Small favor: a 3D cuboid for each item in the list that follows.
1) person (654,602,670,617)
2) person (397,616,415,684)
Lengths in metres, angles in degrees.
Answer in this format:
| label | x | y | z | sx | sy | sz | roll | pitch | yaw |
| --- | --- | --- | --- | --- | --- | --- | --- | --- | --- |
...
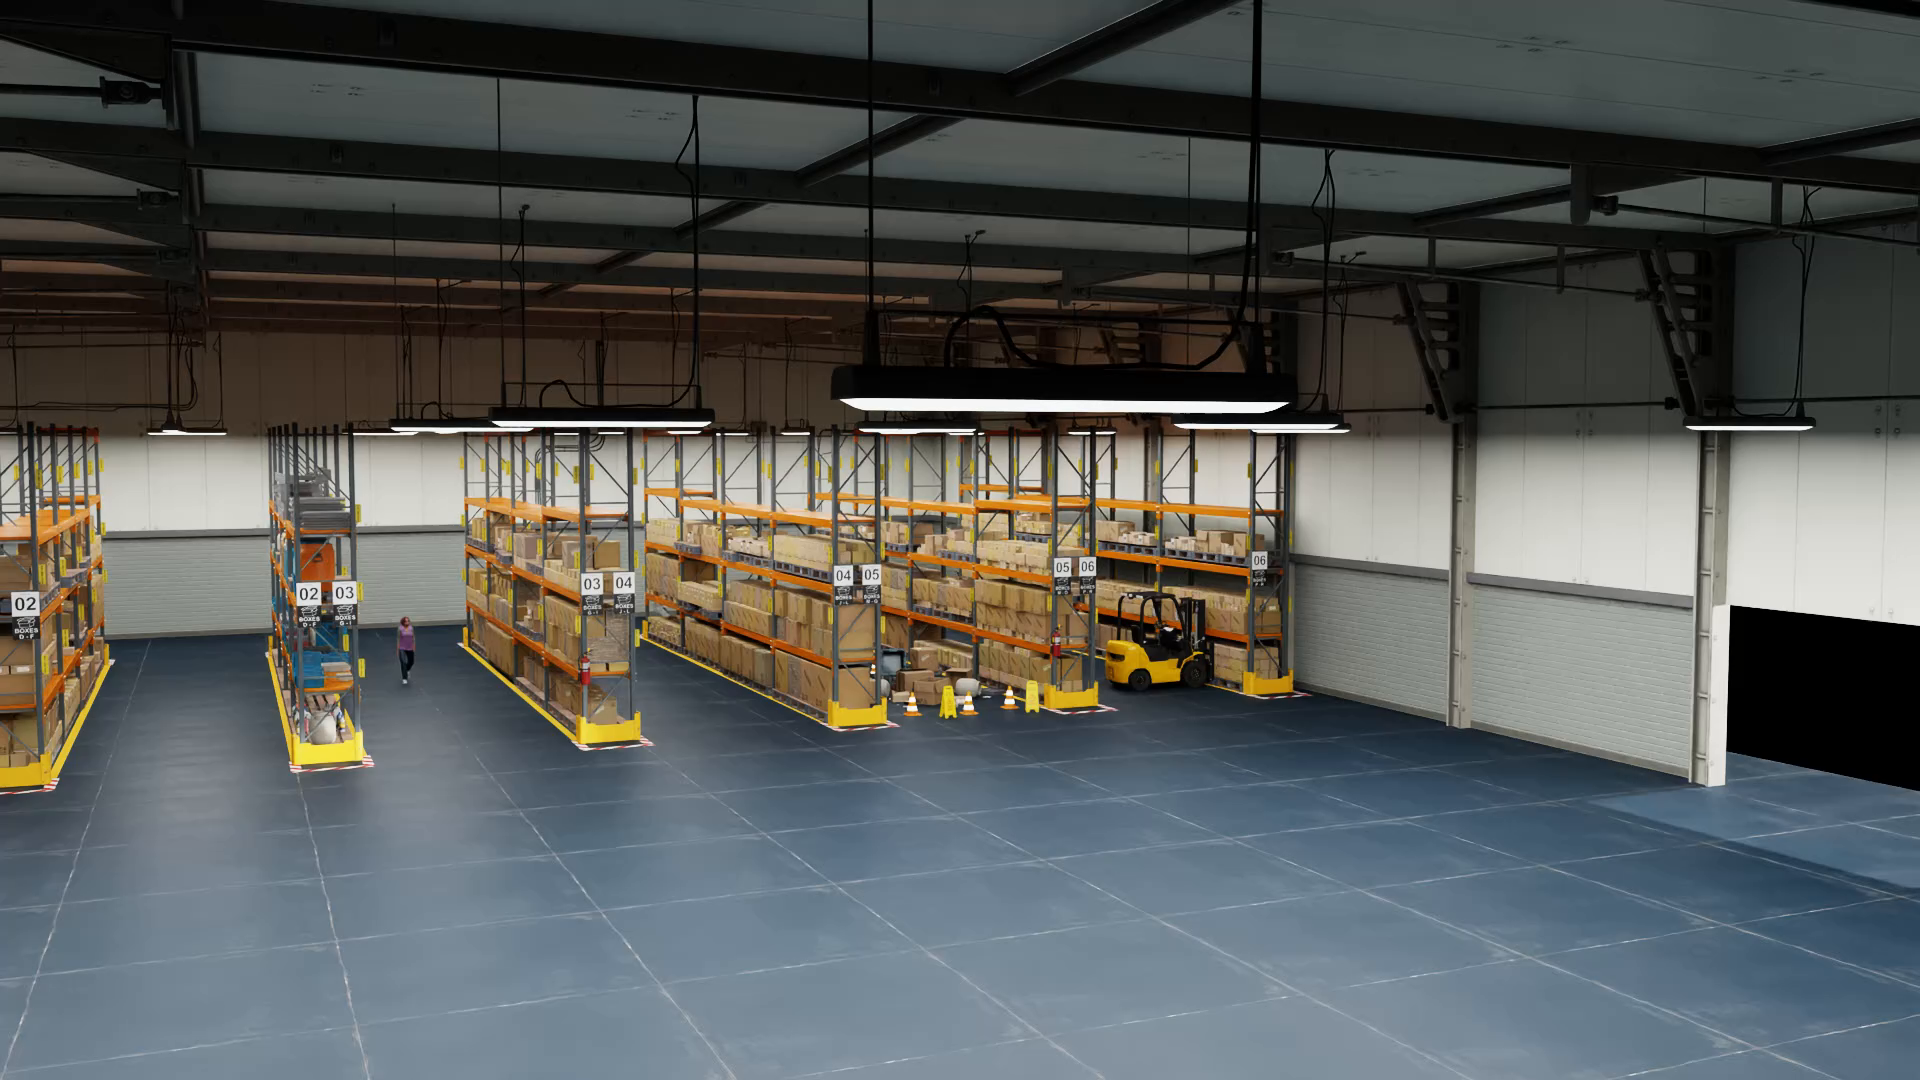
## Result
| label | x | y | z | sx | sy | sz | roll | pitch | yaw |
| --- | --- | --- | --- | --- | --- | --- | --- | --- | --- |
| person | -8.953 | 1.761 | 50.263 | 0.539 | 1.745 | 0.766 | 2 | 4 | 27 |
| person | -12.989 | 2.548 | 38.952 | 0.410 | 1.562 | 0.768 | -2 | 4 | -26 |
